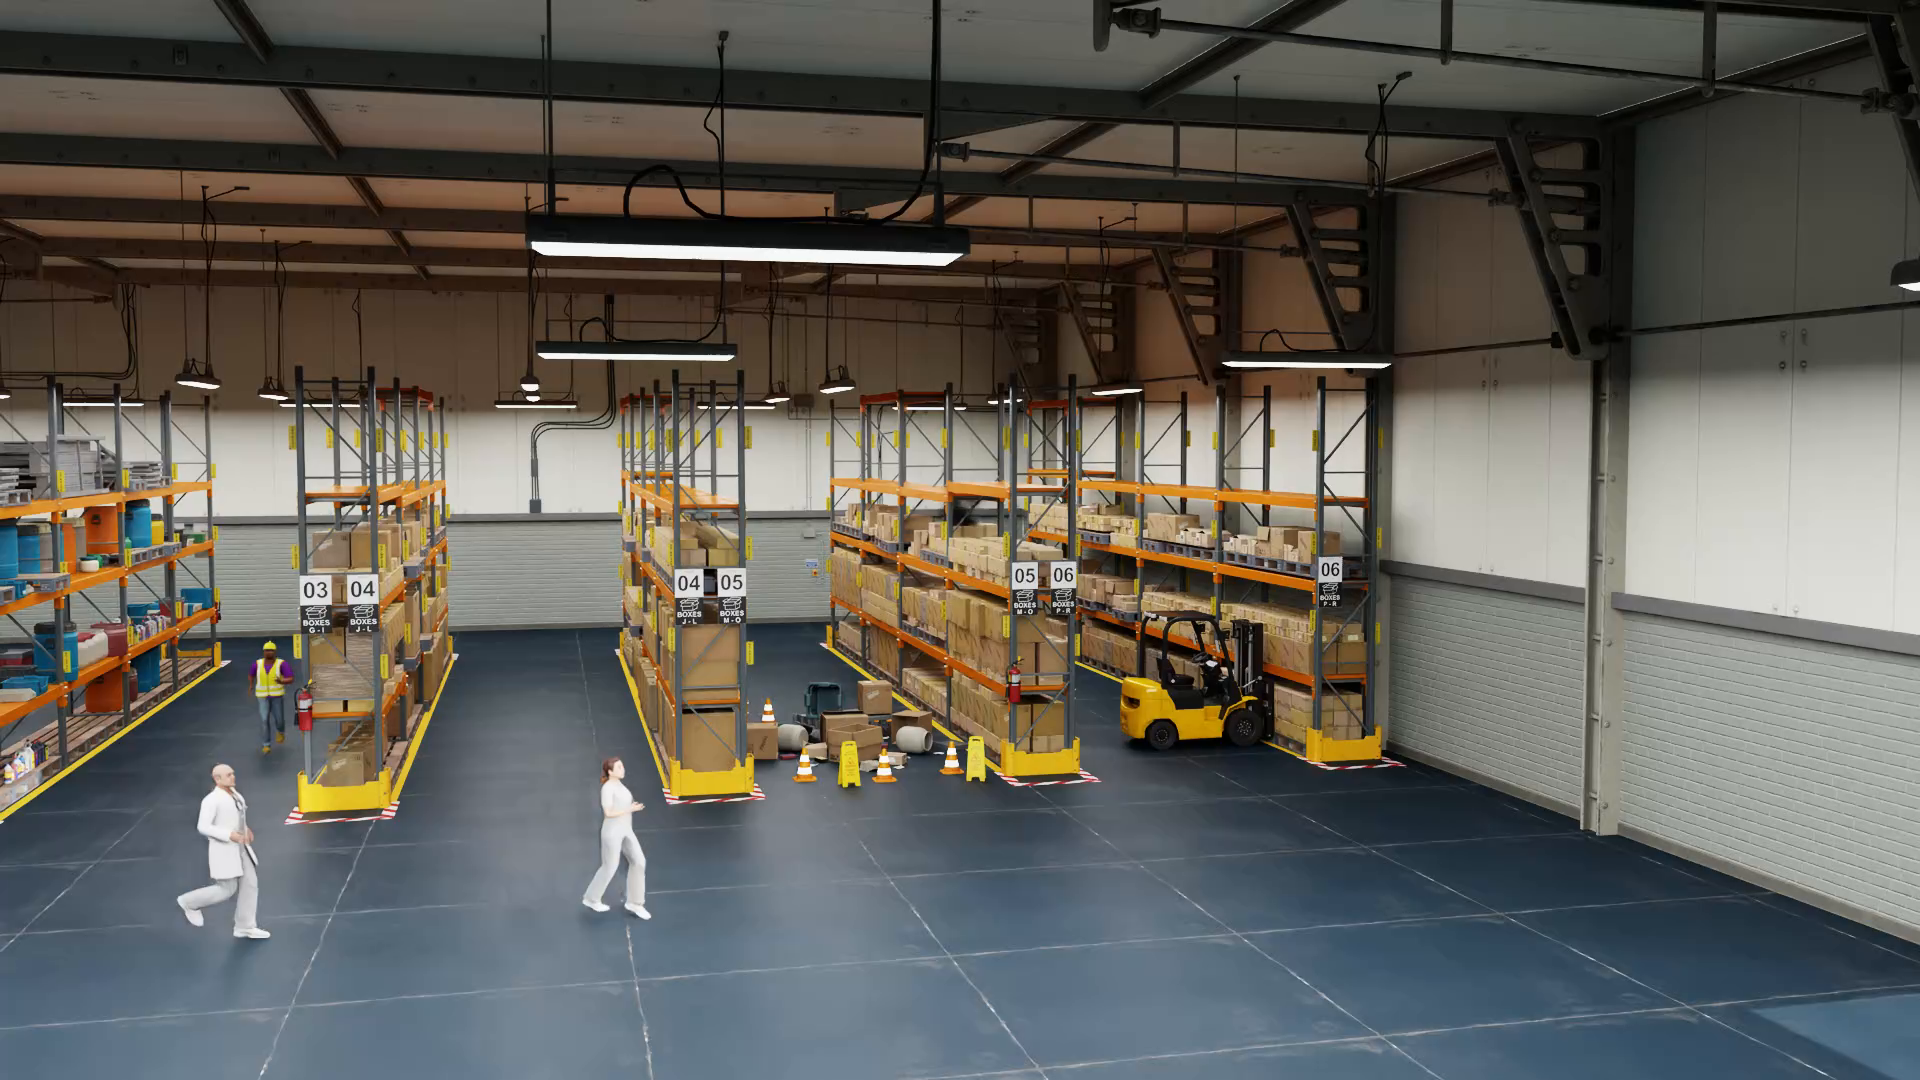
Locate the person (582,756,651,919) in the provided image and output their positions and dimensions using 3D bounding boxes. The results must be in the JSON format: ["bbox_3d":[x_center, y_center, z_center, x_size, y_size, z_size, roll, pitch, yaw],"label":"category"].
[{"bbox_3d":[-3.616,3.117,17.426,0.737,1.719,0.550,1,4,16],"label":"person"}]

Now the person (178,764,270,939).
[{"bbox_3d":[-7.396,3.130,16.725,0.924,1.764,0.711,0,3,8],"label":"person"}]

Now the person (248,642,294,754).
[{"bbox_3d":[-11.089,2.514,26.744,0.710,1.747,0.968,-1,4,-16],"label":"person"}]
